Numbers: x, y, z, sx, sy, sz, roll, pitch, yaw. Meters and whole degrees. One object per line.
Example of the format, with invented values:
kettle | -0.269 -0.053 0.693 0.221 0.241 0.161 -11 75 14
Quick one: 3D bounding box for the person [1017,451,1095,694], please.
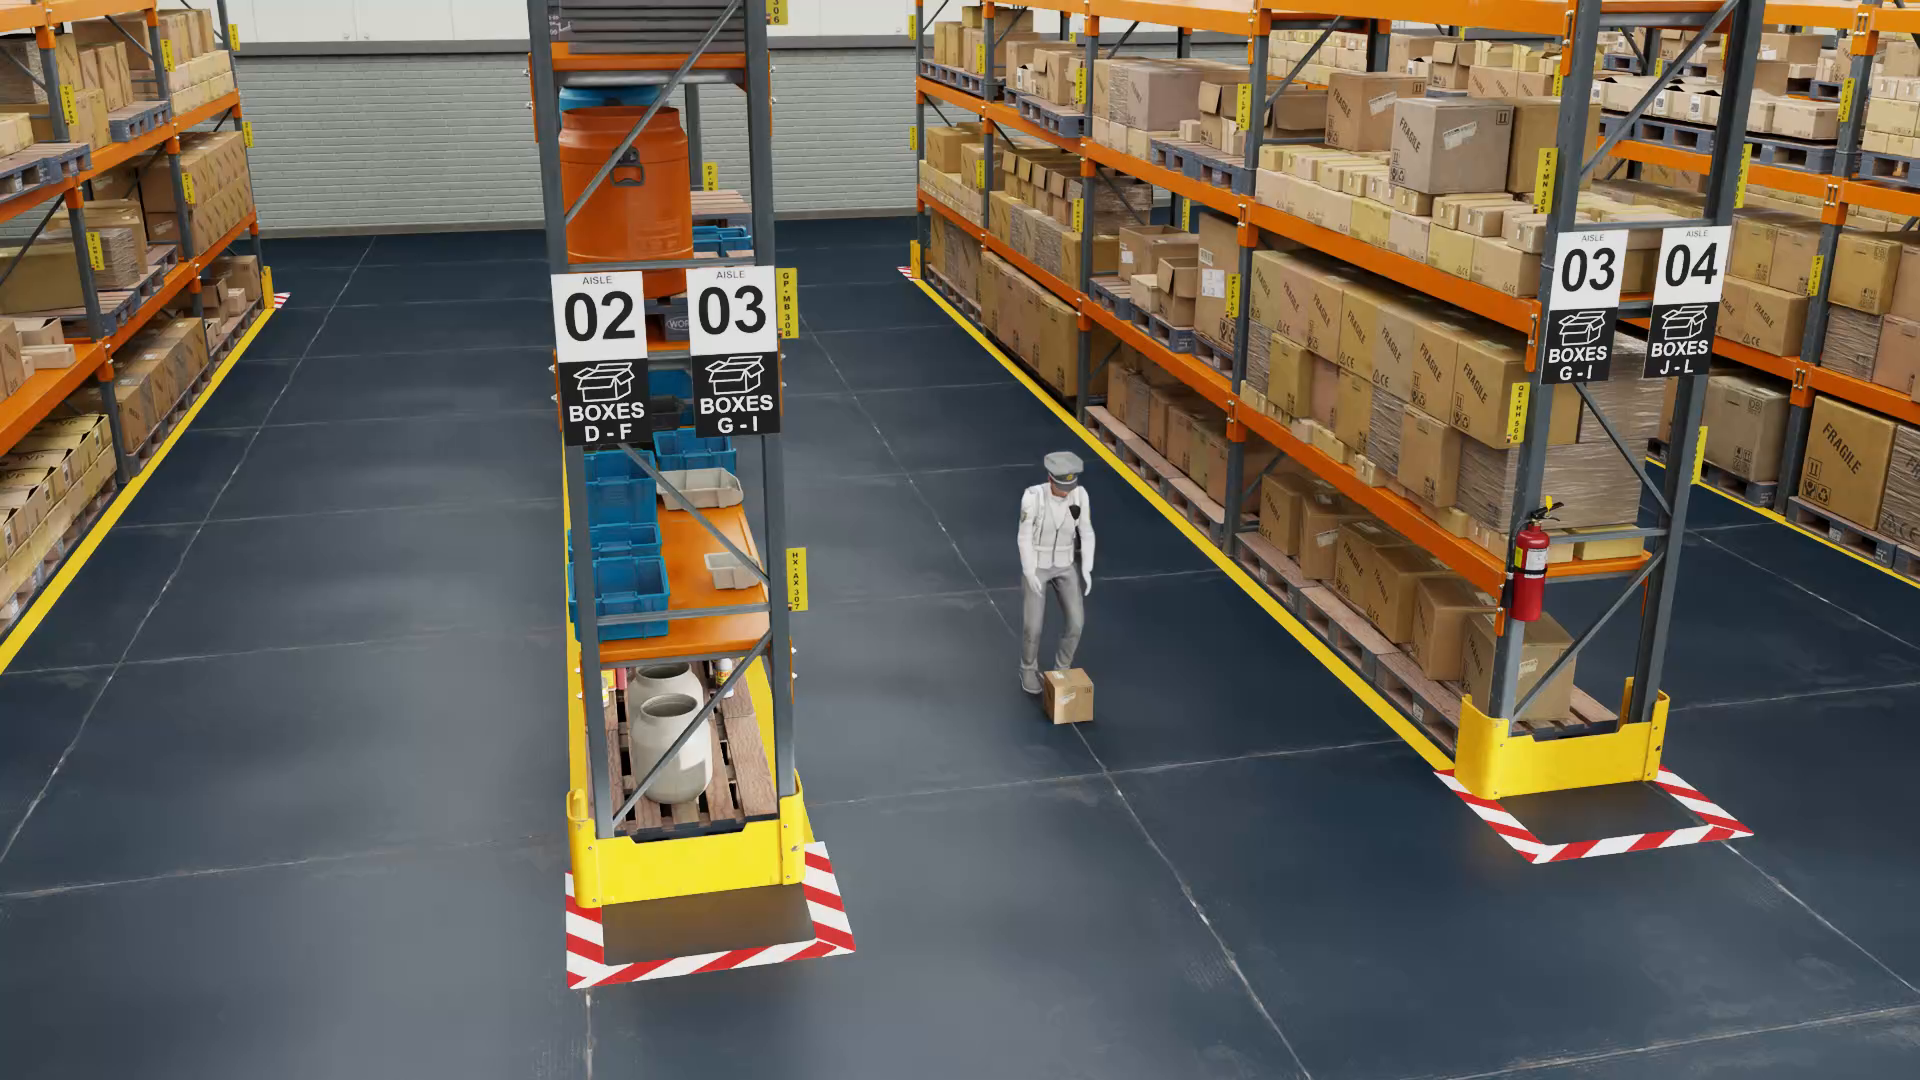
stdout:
person | 0.613 0.200 10.623 0.508 1.604 0.485 -4 20 -11
